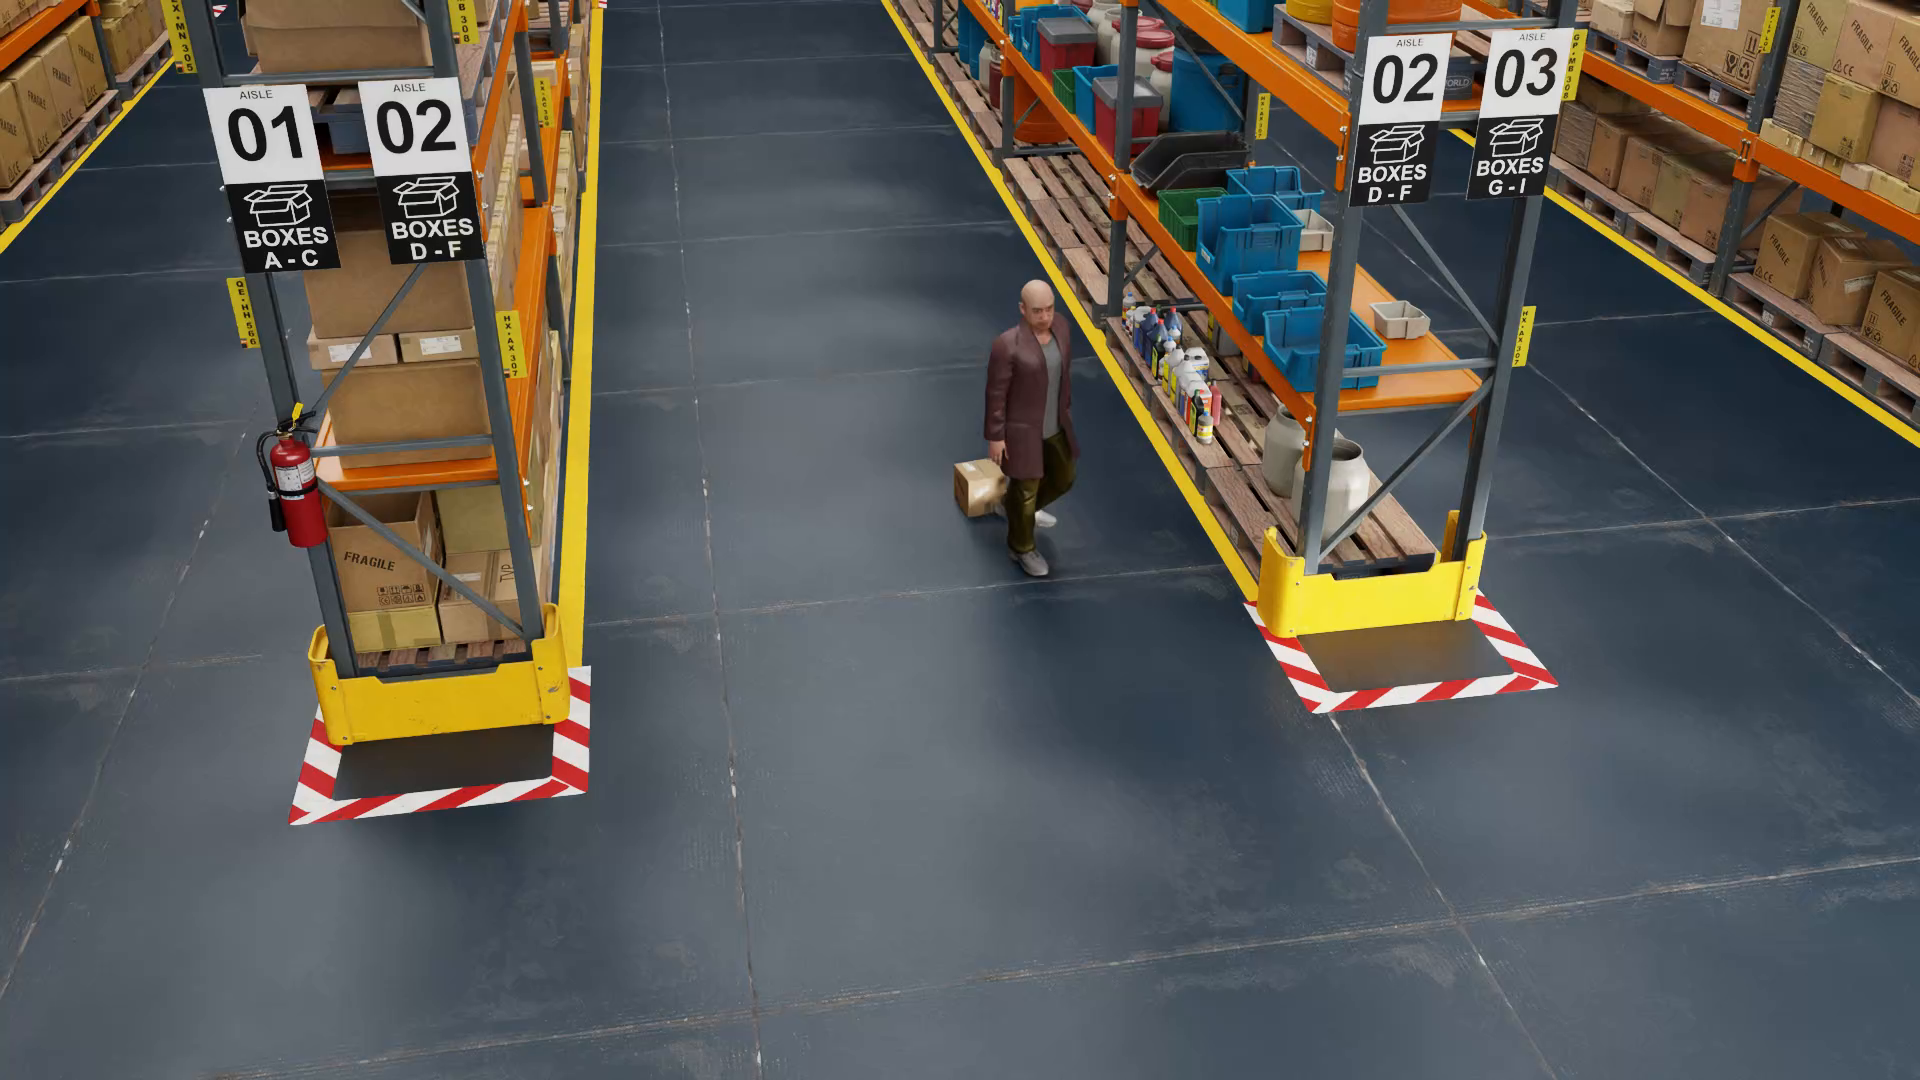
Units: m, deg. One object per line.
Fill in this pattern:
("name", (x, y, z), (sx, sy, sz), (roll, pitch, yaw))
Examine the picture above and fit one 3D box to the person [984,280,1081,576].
("person", (0.356, -0.665, 9.287), (0.628, 1.773, 0.574), (-23, 37, -33))
